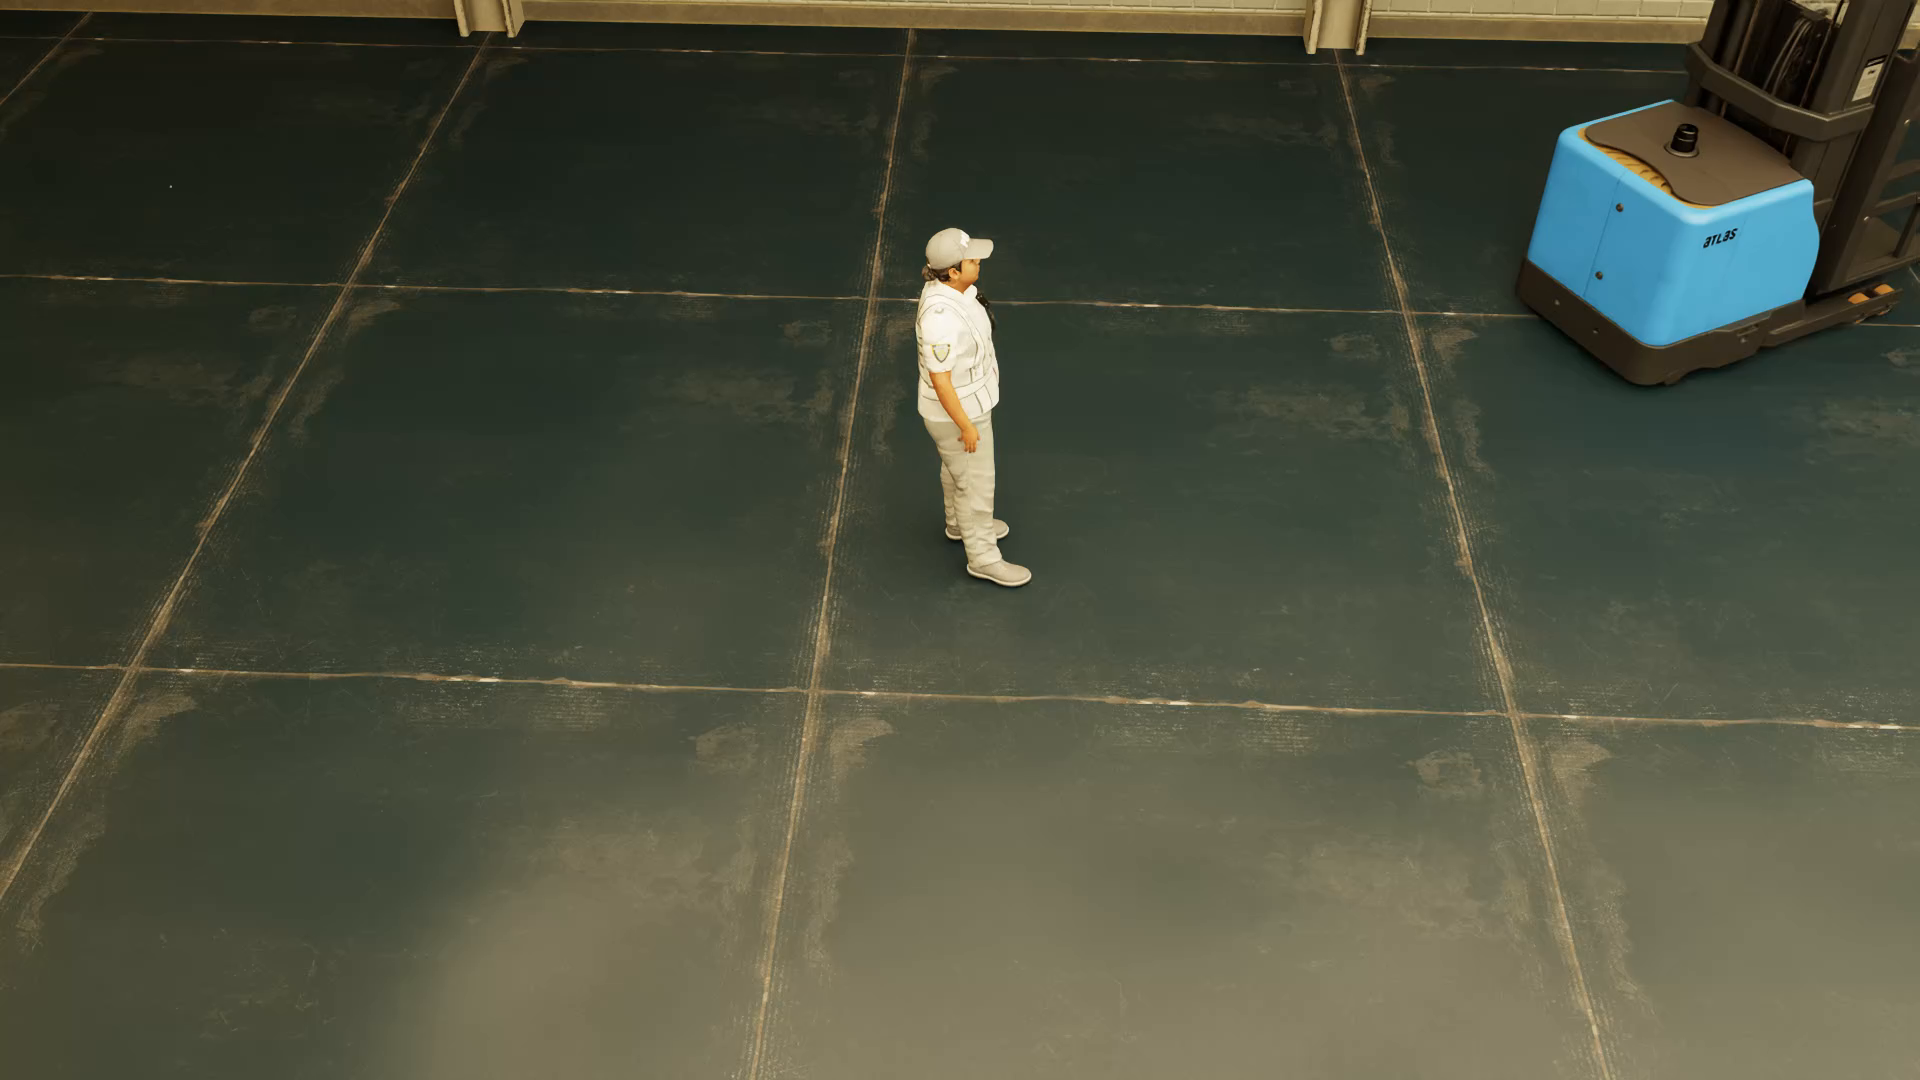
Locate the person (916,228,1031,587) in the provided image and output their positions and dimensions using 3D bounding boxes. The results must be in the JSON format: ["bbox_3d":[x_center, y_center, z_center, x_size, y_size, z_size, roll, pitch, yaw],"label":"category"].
[{"bbox_3d":[0.075,-0.604,7.330,0.529,1.670,0.598,2,42,2],"label":"person"}]

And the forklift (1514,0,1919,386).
[{"bbox_3d":[4.665,-2.582,8.571,3.031,2.935,1.130,-18,46,-19],"label":"forklift"}]
